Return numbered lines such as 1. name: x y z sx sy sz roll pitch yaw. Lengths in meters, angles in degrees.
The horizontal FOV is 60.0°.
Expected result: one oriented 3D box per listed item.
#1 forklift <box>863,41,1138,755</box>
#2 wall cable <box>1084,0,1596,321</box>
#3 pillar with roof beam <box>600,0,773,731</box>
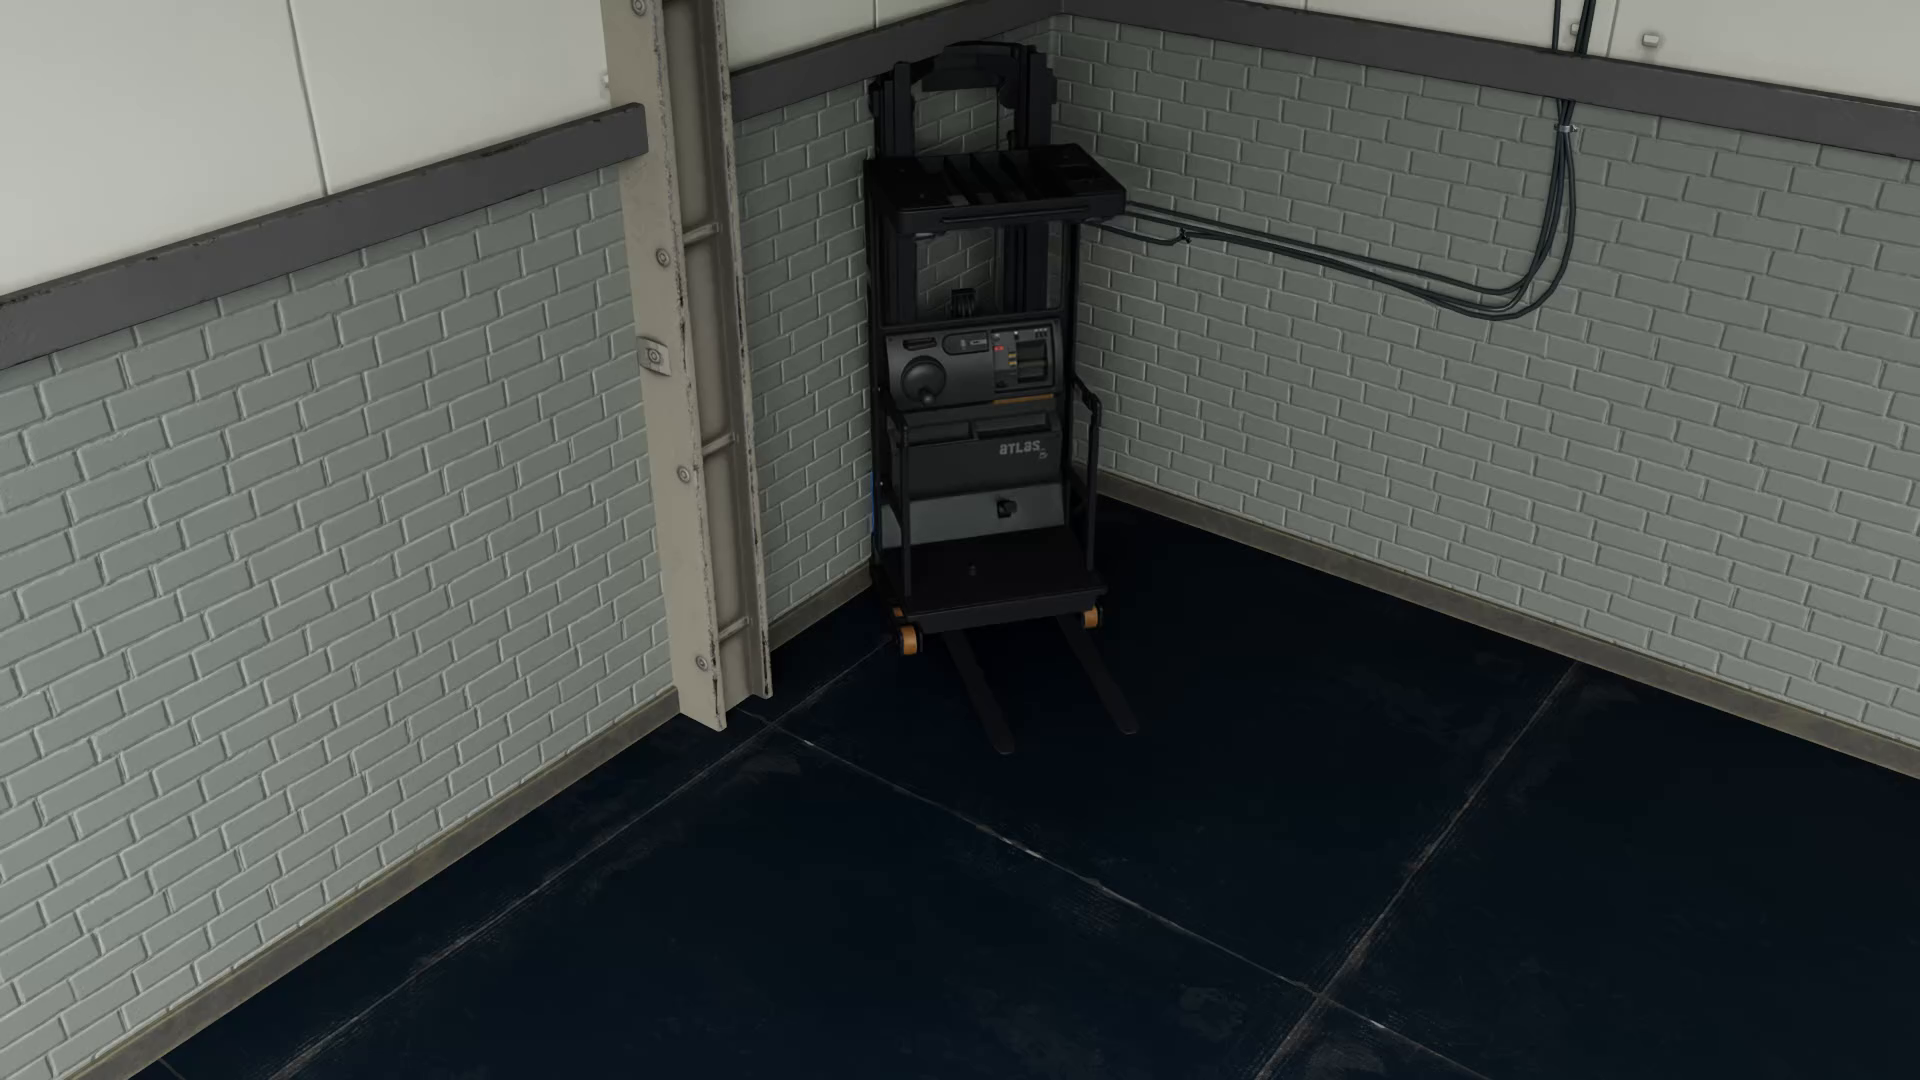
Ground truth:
1. forklift: 0.135 -0.868 8.397 1.130 2.935 3.031 -8 31 -12
2. wall cable: 1.642 -2.506 8.256 3.097 2.526 0.112 21 37 31
3. pillar with roof beam: 2.242 -1.727 3.895 9.100 9.000 0.400 21 37 31
